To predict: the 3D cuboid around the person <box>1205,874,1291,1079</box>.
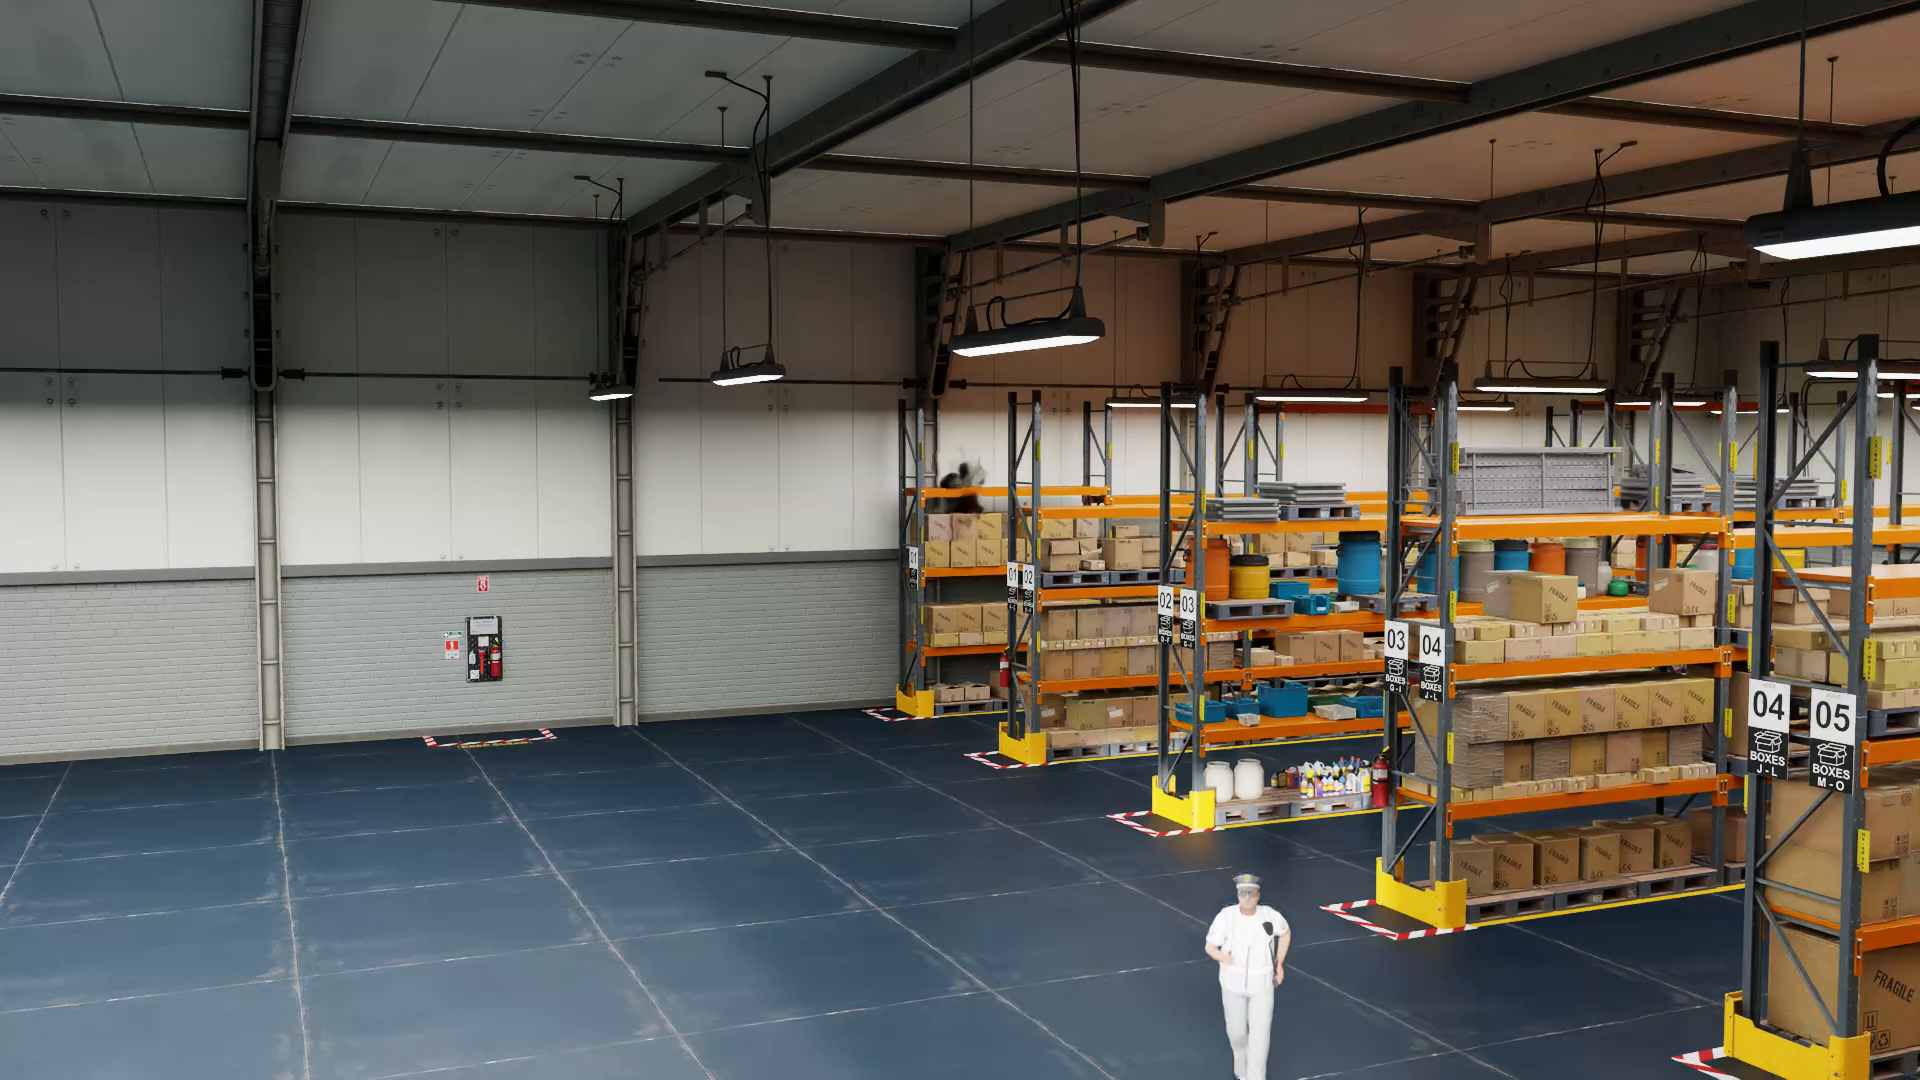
[{"bbox_3d":[2.251,3.490,13.031,0.659,1.791,0.967,1,3,12],"label":"person"}]
